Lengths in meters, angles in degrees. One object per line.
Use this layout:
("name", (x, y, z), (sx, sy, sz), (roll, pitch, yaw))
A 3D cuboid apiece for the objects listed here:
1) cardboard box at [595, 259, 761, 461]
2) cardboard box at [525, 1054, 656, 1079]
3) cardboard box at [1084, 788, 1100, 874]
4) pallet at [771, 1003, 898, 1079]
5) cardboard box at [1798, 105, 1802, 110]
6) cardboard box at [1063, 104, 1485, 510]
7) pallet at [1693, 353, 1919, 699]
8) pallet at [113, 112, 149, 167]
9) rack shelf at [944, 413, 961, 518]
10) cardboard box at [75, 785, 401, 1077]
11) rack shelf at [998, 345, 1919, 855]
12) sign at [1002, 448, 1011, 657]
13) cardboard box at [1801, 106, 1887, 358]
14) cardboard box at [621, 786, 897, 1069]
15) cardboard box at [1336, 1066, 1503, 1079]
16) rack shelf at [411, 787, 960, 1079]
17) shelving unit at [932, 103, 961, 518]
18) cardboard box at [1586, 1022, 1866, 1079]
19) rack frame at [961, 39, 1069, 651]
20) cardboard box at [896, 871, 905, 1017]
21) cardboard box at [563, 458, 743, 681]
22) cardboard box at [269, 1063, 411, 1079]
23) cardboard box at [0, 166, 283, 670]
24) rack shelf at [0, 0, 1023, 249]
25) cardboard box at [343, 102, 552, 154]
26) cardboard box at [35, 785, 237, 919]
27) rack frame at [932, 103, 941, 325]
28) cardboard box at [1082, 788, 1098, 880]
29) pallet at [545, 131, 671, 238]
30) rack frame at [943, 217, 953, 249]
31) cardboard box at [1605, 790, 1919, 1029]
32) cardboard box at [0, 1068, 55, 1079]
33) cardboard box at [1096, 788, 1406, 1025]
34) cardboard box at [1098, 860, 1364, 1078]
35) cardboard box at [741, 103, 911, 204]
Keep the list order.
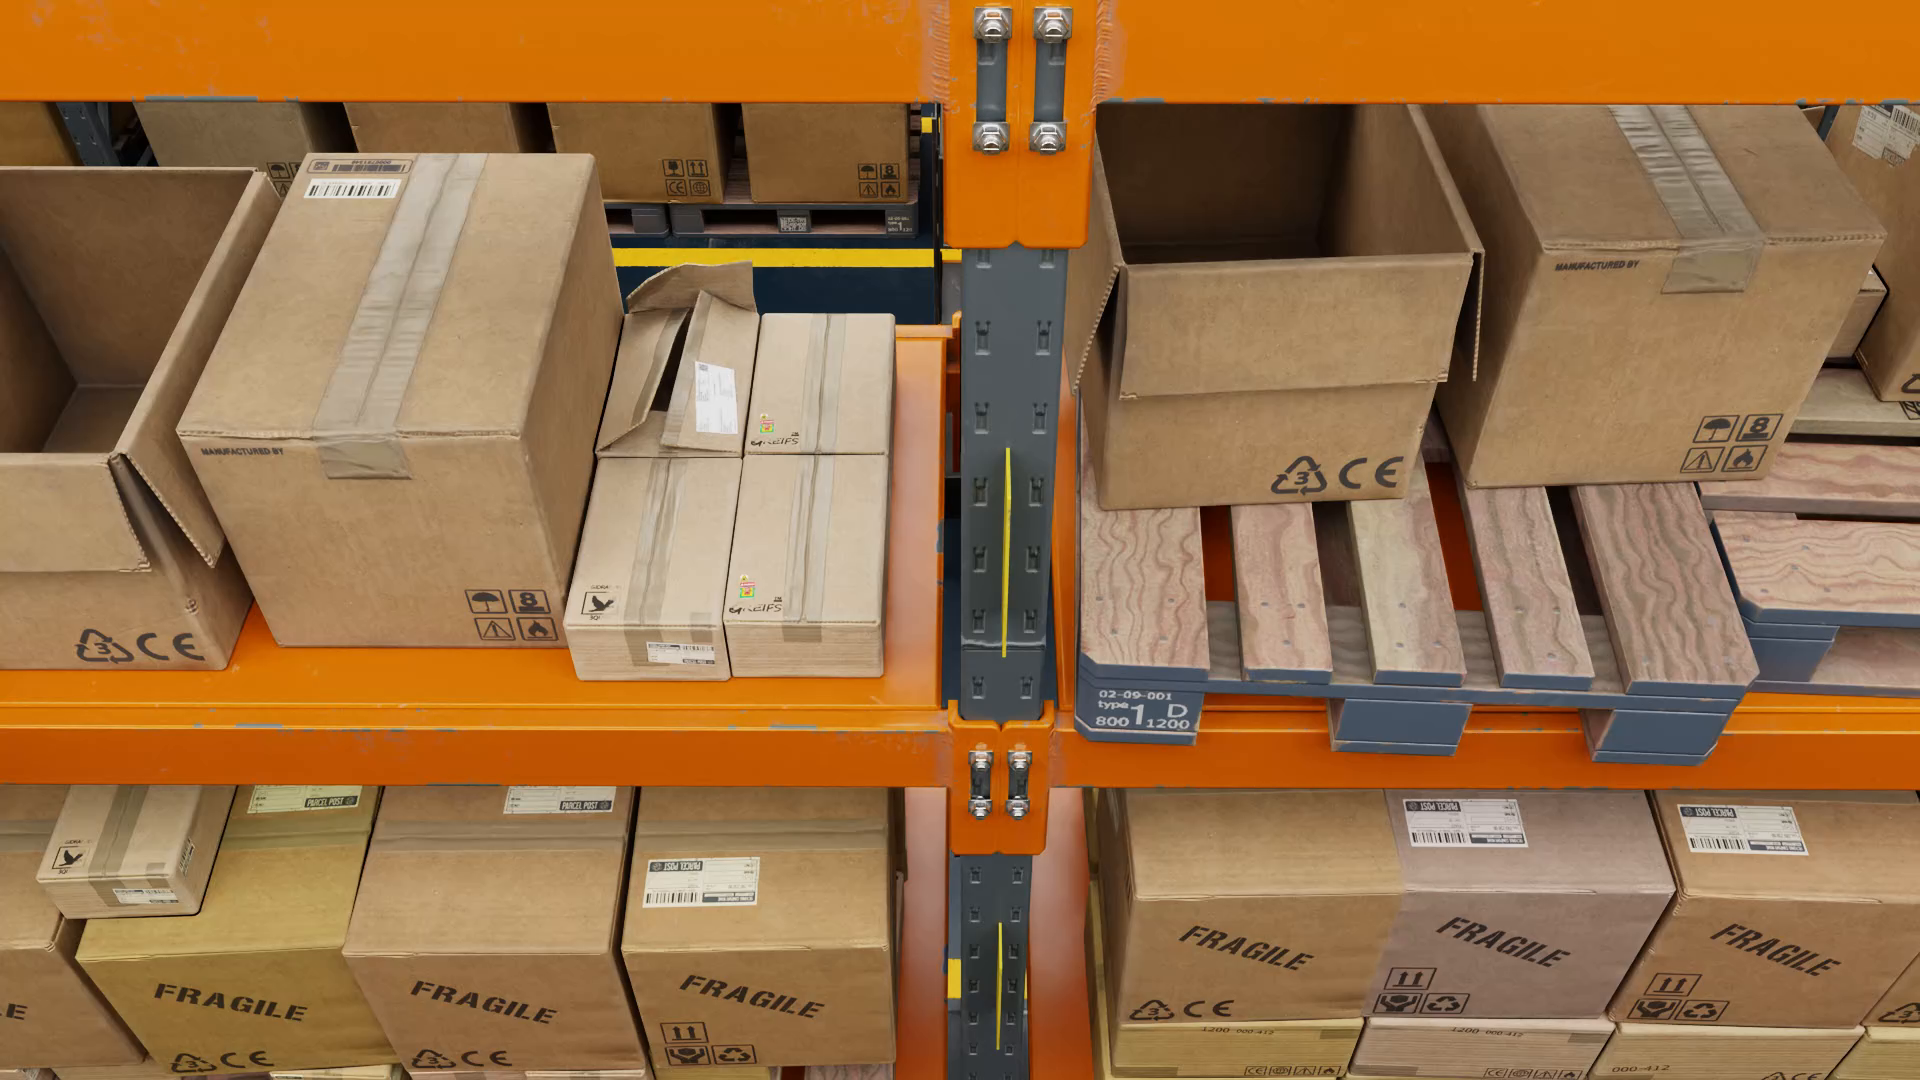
("cardboard box", (-0.503, -0.280, 3.004), (0.258, 0.266, 0.396), (0, 47, 0))
("cardboard box", (-0.782, 1.020, 3.636), (0.250, 0.149, 0.380), (0, 47, 0))
("cardboard box", (0.552, 0.518, 3.979), (0.500, 0.250, 0.500), (0, 47, 0))
("pallet", (-0.646, 0.963, 3.935), (1.003, 0.211, 1.213), (0, 47, 0))
("cardboard box", (4.378, -2.211, 8.419), (0.250, 0.149, 0.380), (1, 47, 1))
("cardboard box", (0.444, -0.488, 2.748), (0.637, 0.503, 0.797), (-2, 47, -2))
("pallet", (1.829, -0.172, 2.940), (1.213, 0.211, 1.003), (2, 47, 2))
("pallet", (-4.776, -1.922, 8.395), (1.213, 0.211, 1.003), (0, 47, 0))
("rack shelf", (0.166, -0.229, 6.503), (0.480, 0.518, 0.431), (0, 47, 0))
("cardboard box", (-1.410, 0.752, 3.442), (0.500, 0.500, 0.500), (-3, 47, -3))
("rack shelf", (2.067, 0.051, 3.096), (4.000, 0.370, 1.077), (0, 47, 0))
("sign", (0.063, 0.021, 2.279), (0.005, 0.325, 0.100), (0, 47, 0))
("cardboard box", (1.445, -0.550, 2.968), (0.258, 0.266, 0.396), (-1, 47, -1))
("cardboard box", (-0.389, 0.746, 3.448), (0.500, 0.500, 0.500), (-1, 47, -1))
("cardboard box", (1.069, 1.047, 3.829), (0.500, 0.250, 0.500), (-1, 47, -1))
("rack shelf", (-1.933, 1.062, 4.204), (4.000, 0.370, 1.077), (0, 47, 0))
("shelving unit", (0.166, -0.715, 5.981), (0.503, 2.100, 0.431), (0, 47, 0))
("cardboard box", (1.588, 0.898, 3.626), (0.500, 0.250, 0.500), (0, 47, 0))
("rack frame", (0.067, -1.222, 1.740), (0.127, 3.000, 1.000), (0, 47, 0))
("cardboard box", (-0.262, 0.936, 3.714), (0.250, 0.149, 0.380), (2, 47, 2))
("cardboard box", (-0.498, 0.044, 2.782), (0.250, 0.149, 0.380), (0, 47, 0))
("cardboard box", (-1.309, 1.023, 3.633), (0.250, 0.149, 0.380), (1, 47, 1))
("cardboard box", (-1.459, -0.218, 2.784), (0.637, 0.503, 0.797), (0, 47, 0))
("rack shelf", (-1.933, -0.846, 2.154), (4.000, 0.370, 1.077), (0, 47, 0))
("cardboard box", (-2.430, -2.248, 8.043), (0.750, 0.750, 1.050), (0, 47, 0))
("cardboard box", (-1.570, 0.525, 3.211), (0.250, 0.149, 0.380), (-2, 47, -2))
("rack frame", (-0.078, -0.716, 5.982), (0.015, 2.100, 0.400), (0, 47, 0))
("cardboard box", (0.574, 0.684, 4.166), (0.500, 0.250, 0.500), (-1, 47, -1))
("pallet", (-2.021, -1.914, 8.388), (1.213, 0.211, 1.003), (0, 47, 0))
("rack frame", (-0.016, -2.802, 7.308), (0.127, 3.000, 1.000), (0, 47, 0))
("cardboard box", (1.573, 0.635, 3.359), (0.500, 0.500, 0.500), (1, 47, 1))
("cardboard box", (-2.078, 1.010, 3.645), (0.250, 0.149, 0.380), (2, 47, 2))
("cardboard box", (0.559, 0.628, 3.365), (0.500, 0.500, 0.500), (-1, 47, -1))
("cardboard box", (0.573, 0.885, 3.638), (0.500, 0.250, 0.500), (0, 47, 0))
("cardboard box", (-0.624, -2.246, 8.041), (0.750, 0.750, 1.050), (0, 47, 0))
